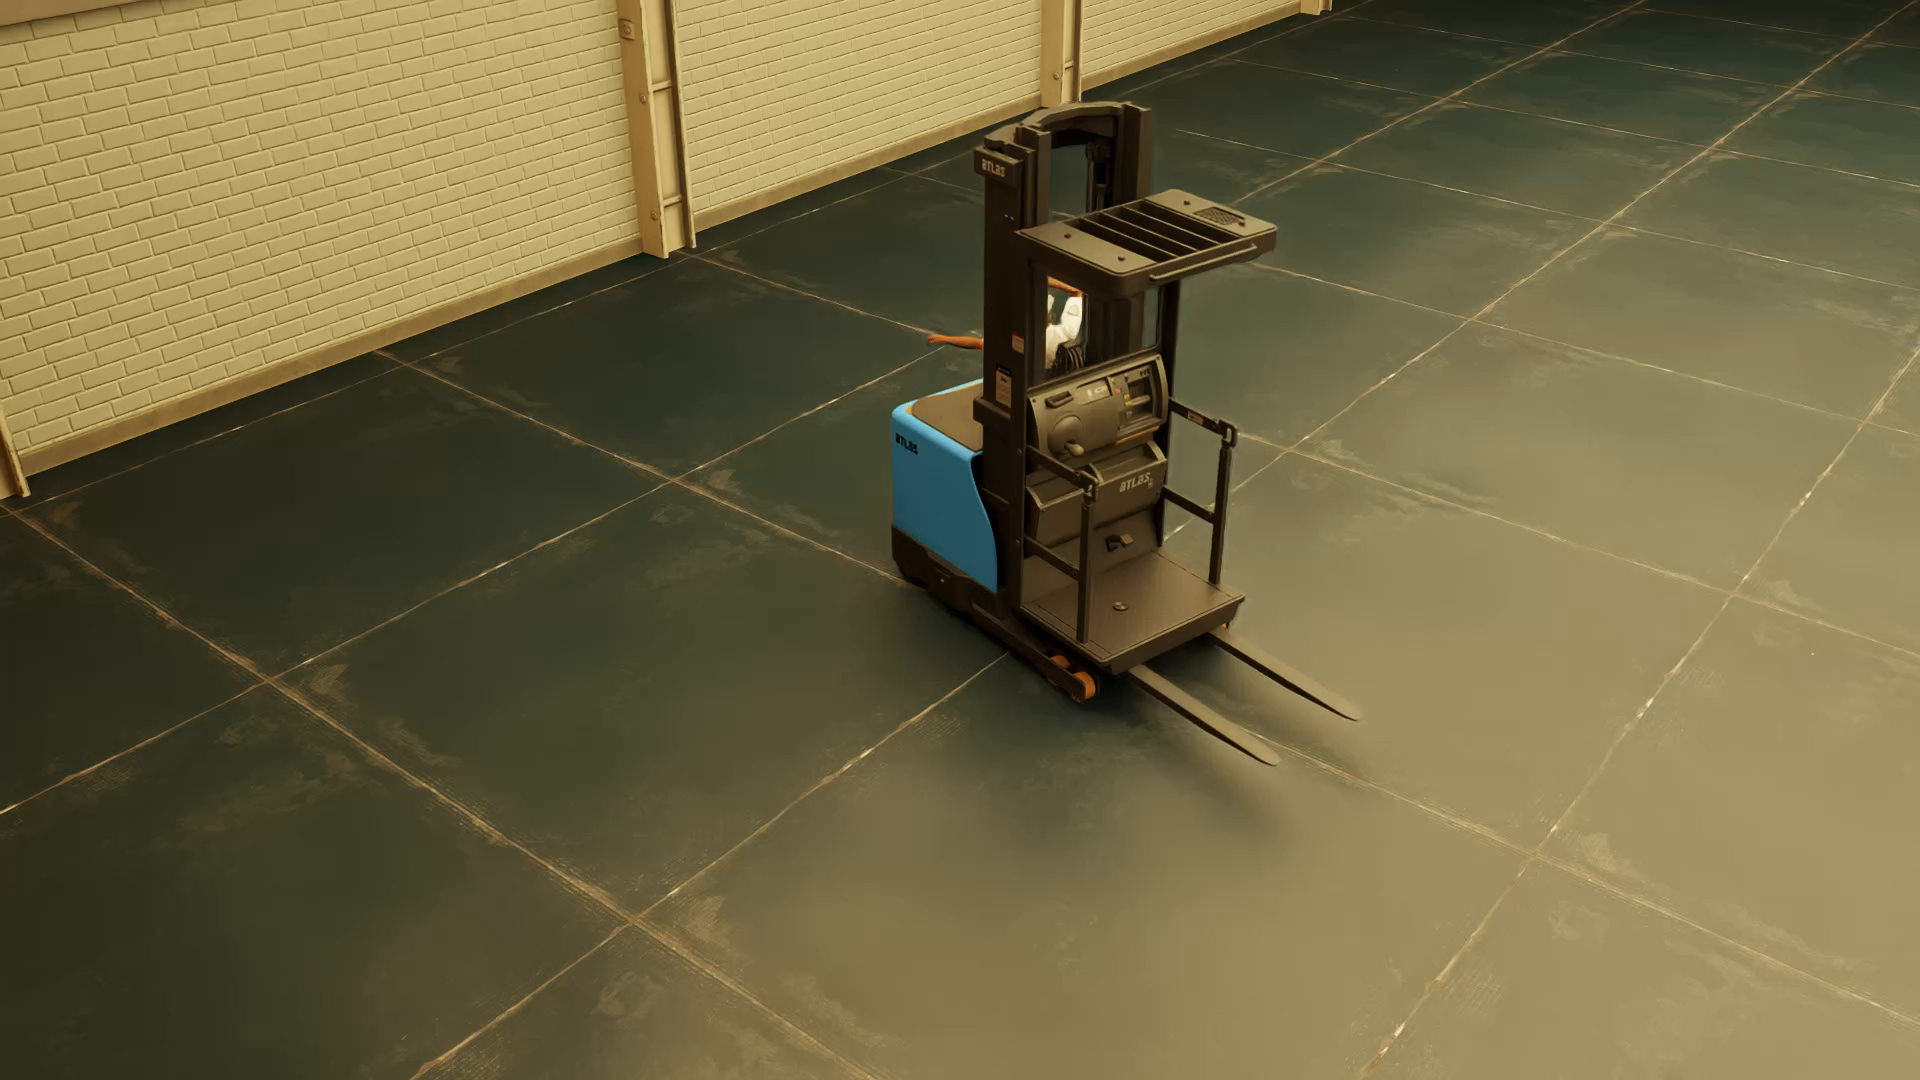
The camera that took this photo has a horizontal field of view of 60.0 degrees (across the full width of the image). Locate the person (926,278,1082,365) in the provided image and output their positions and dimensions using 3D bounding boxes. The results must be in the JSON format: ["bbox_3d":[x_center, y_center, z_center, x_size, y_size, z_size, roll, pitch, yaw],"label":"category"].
[{"bbox_3d":[0.360,-1.095,10.988,1.003,1.440,0.841,12,32,19],"label":"person"}]

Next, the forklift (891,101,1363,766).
[{"bbox_3d":[0.880,-0.673,8.746,1.130,2.935,3.031,-21,36,-32],"label":"forklift"}]
